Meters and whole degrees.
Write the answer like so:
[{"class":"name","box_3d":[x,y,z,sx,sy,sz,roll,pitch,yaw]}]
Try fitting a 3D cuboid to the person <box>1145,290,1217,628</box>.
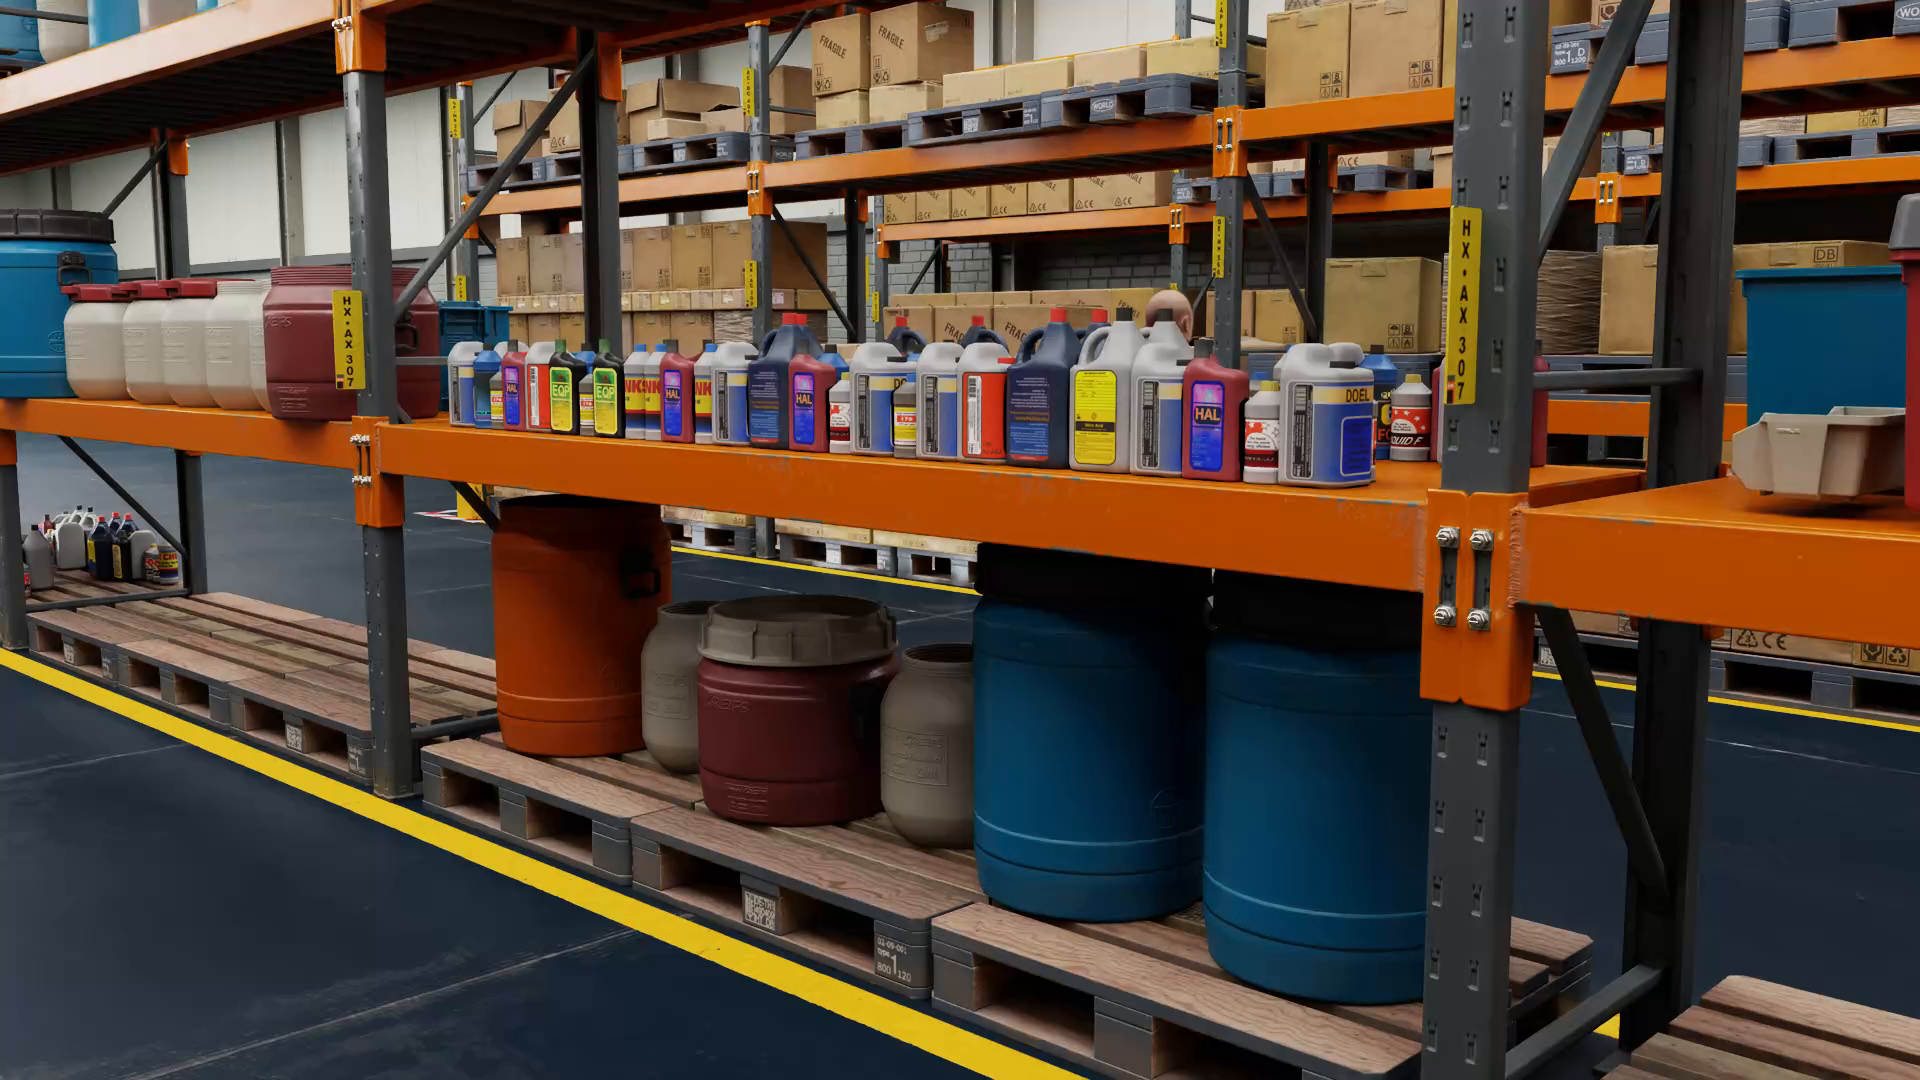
[{"class":"person","box_3d":[0.806,-0.088,6.541,0.617,1.774,0.426,6,9,41]}]
